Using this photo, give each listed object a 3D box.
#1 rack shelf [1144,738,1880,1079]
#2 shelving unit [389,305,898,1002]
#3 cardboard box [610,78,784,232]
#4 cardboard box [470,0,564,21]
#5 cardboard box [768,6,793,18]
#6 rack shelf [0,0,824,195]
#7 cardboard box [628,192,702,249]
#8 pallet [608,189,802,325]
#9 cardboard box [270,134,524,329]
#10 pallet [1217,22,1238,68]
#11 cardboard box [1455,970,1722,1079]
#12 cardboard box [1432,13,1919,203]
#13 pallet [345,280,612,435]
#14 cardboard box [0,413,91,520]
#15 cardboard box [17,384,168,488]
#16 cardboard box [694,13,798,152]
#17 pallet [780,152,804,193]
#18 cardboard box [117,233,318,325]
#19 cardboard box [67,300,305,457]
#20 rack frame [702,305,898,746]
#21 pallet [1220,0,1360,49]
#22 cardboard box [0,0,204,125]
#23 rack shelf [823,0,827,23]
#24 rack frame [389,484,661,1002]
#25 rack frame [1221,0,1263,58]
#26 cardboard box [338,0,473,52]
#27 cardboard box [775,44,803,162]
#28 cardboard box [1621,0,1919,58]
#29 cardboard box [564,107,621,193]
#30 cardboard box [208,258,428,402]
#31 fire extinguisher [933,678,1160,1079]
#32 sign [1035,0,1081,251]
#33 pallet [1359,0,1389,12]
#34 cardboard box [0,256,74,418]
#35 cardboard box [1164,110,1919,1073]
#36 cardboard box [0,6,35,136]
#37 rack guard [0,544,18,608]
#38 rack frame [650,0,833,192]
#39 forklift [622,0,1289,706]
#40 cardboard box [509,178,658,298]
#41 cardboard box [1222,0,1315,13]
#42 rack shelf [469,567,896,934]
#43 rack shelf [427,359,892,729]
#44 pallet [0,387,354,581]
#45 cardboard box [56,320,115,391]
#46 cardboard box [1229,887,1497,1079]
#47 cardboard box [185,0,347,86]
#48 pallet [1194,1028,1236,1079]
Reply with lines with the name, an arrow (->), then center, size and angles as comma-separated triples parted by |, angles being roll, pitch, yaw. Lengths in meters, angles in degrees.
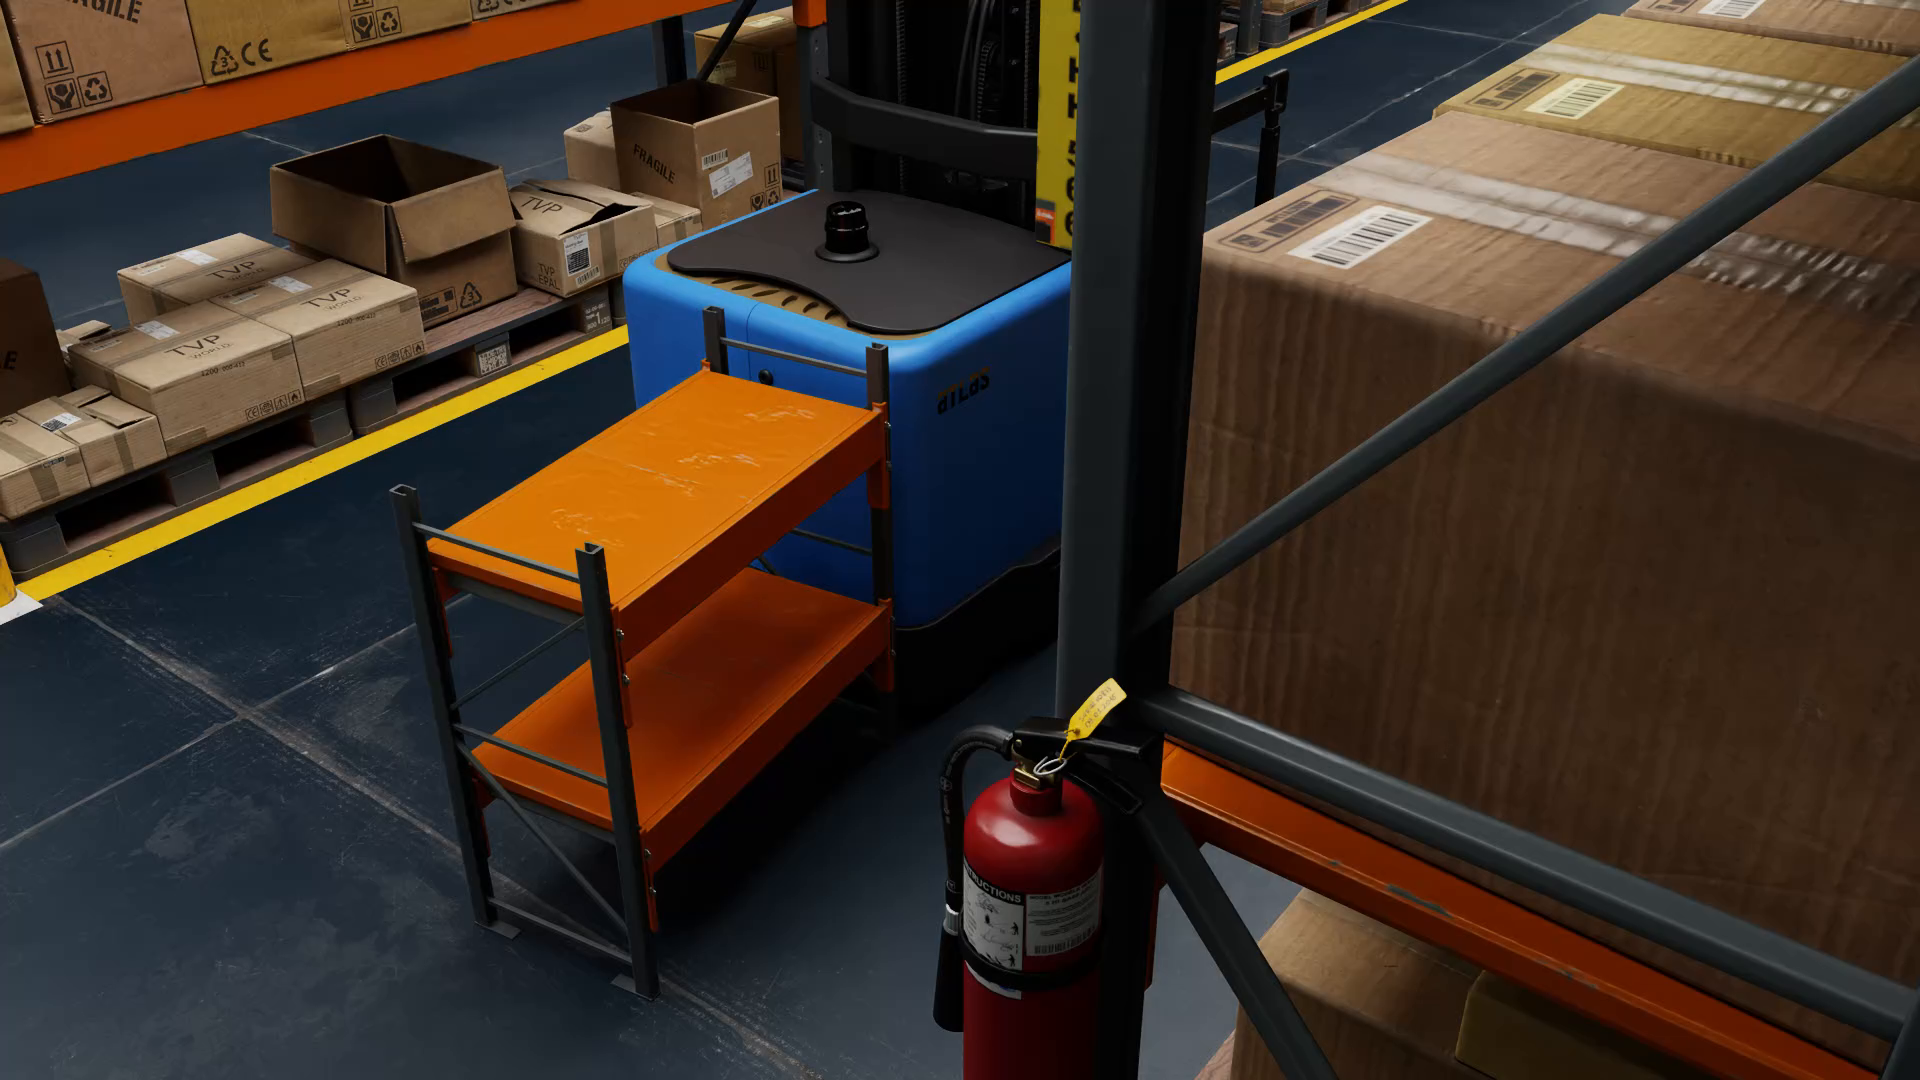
rack shelf -> 1.754, -0.181, 3.319 | 1.077, 0.370, 4.000 | 21, 37, 31
shelving unit -> -0.632, 0.214, 3.785 | 0.538, 1.125, 1.048 | 15, 34, 24
cardboard box -> -1.108, -1.622, 7.065 | 0.500, 0.500, 0.500 | 21, 37, 31
cardboard box -> -1.706, -2.168, 5.868 | 0.500, 0.500, 0.500 | 22, 37, 32
cardboard box -> -0.616, -2.428, 8.425 | 0.500, 0.500, 0.500 | 21, 37, 31
rack shelf -> -2.197, -1.704, 5.889 | 1.077, 0.370, 4.000 | 21, 37, 31
cardboard box -> -1.286, -1.300, 6.866 | 0.380, 0.149, 0.250 | 21, 37, 31
pallet -> -1.405, -1.348, 7.318 | 1.003, 0.211, 1.213 | 21, 37, 31
cardboard box -> -2.120, -1.177, 6.311 | 0.797, 0.503, 0.637 | 21, 37, 31
pallet -> 0.944, -2.961, 10.040 | 1.003, 0.211, 1.213 | 21, 37, 31
cardboard box -> 0.974, 0.735, 2.472 | 0.380, 0.149, 0.250 | 21, 37, 32
cardboard box -> 1.277, -0.316, 2.548 | 0.980, 0.700, 0.700 | 21, 36, 31
pallet -> -2.141, -0.850, 6.478 | 1.003, 0.211, 1.213 | 21, 37, 31
cardboard box -> -2.878, -0.228, 5.058 | 0.380, 0.149, 0.250 | 21, 37, 31
cardboard box -> -2.727, -0.337, 5.225 | 0.380, 0.166, 0.250 | 21, 37, 31
cardboard box -> -0.921, -2.229, 8.090 | 0.500, 0.500, 0.500 | 21, 37, 31
pallet -> -0.529, -1.969, 8.366 | 1.003, 0.211, 1.213 | 21, 37, 31
cardboard box -> -2.675, -0.881, 6.060 | 0.500, 0.250, 0.500 | 21, 37, 31
cardboard box -> -2.548, -0.544, 5.492 | 0.500, 0.250, 0.500 | 21, 37, 31
rack frame -> -0.390, -0.013, 4.169 | 0.500, 1.125, 0.032 | 15, 34, 24
pallet -> 1.952, -3.576, 11.076 | 1.003, 0.211, 1.213 | 21, 37, 31
cardboard box -> -2.619, -1.554, 4.833 | 0.500, 0.500, 0.500 | 21, 36, 31
rack shelf -> 0.217, -3.330, 8.633 | 1.077, 0.370, 4.000 | 21, 37, 31
rack frame -> -0.874, 0.442, 3.400 | 0.500, 1.125, 0.032 | 15, 34, 24
rack frame -> 1.424, -4.453, 9.821 | 1.000, 3.000, 0.127 | 21, 37, 31
cardboard box -> -2.011, -1.960, 5.517 | 0.500, 0.500, 0.500 | 22, 37, 32
cardboard box -> -0.504, -2.062, 7.808 | 0.500, 0.500, 0.500 | 19, 36, 29
cardboard box -> 1.745, -0.624, 3.066 | 0.980, 0.700, 0.700 | 19, 36, 29
cardboard box -> -1.416, -1.755, 7.475 | 0.500, 0.311, 0.500 | 21, 37, 31
cardboard box -> -2.247, -0.747, 5.835 | 0.500, 0.250, 0.500 | 21, 37, 31
fire extinguisher -> 0.088, 0.435, 2.015 | 0.296, 0.674, 0.183 | 21, 37, 31
sign -> 0.123, -0.451, 1.700 | 0.100, 0.325, 0.005 | 21, 37, 31
pallet -> 2.689, -4.069, 11.909 | 1.003, 0.211, 1.213 | 21, 37, 31
cardboard box -> -3.273, -0.612, 5.360 | 0.500, 0.500, 0.500 | 21, 37, 31
cardboard box -> 0.847, -0.017, 2.043 | 0.980, 0.700, 0.700 | 23, 38, 33
cardboard box -> -2.927, -1.343, 4.476 | 0.500, 0.500, 0.500 | 22, 37, 32
rack guard -> -3.359, -0.156, 5.024 | 1.175, 0.500, 0.348 | 21, 37, 31
rack frame -> -0.990, -2.827, 7.078 | 1.000, 3.000, 0.127 | 21, 37, 31
forklift -> 0.382, -1.516, 4.934 | 1.130, 2.935, 3.031 | 21, 37, 31
cardboard box -> -1.561, -1.236, 6.598 | 0.500, 0.311, 0.500 | 21, 37, 31
cardboard box -> 1.975, -3.573, 10.622 | 0.500, 0.250, 0.500 | 21, 37, 31
rack shelf -> -0.632, 0.425, 3.910 | 0.538, 0.278, 1.000 | 15, 34, 24
rack shelf -> -0.632, -0.037, 3.636 | 0.538, 0.278, 1.000 | 15, 34, 24
pallet -> -2.878, -0.356, 5.645 | 1.003, 0.211, 1.213 | 21, 37, 31
cardboard box -> -2.957, -0.605, 5.676 | 0.380, 0.166, 0.250 | 21, 37, 31
cardboard box -> 0.890, 0.902, 2.827 | 0.700, 0.500, 0.500 | 21, 37, 31
cardboard box -> -2.314, -1.758, 5.175 | 0.500, 0.500, 0.500 | 21, 37, 31
pallet -> 0.967, 1.173, 3.064 | 1.003, 0.211, 1.213 | 21, 37, 31
